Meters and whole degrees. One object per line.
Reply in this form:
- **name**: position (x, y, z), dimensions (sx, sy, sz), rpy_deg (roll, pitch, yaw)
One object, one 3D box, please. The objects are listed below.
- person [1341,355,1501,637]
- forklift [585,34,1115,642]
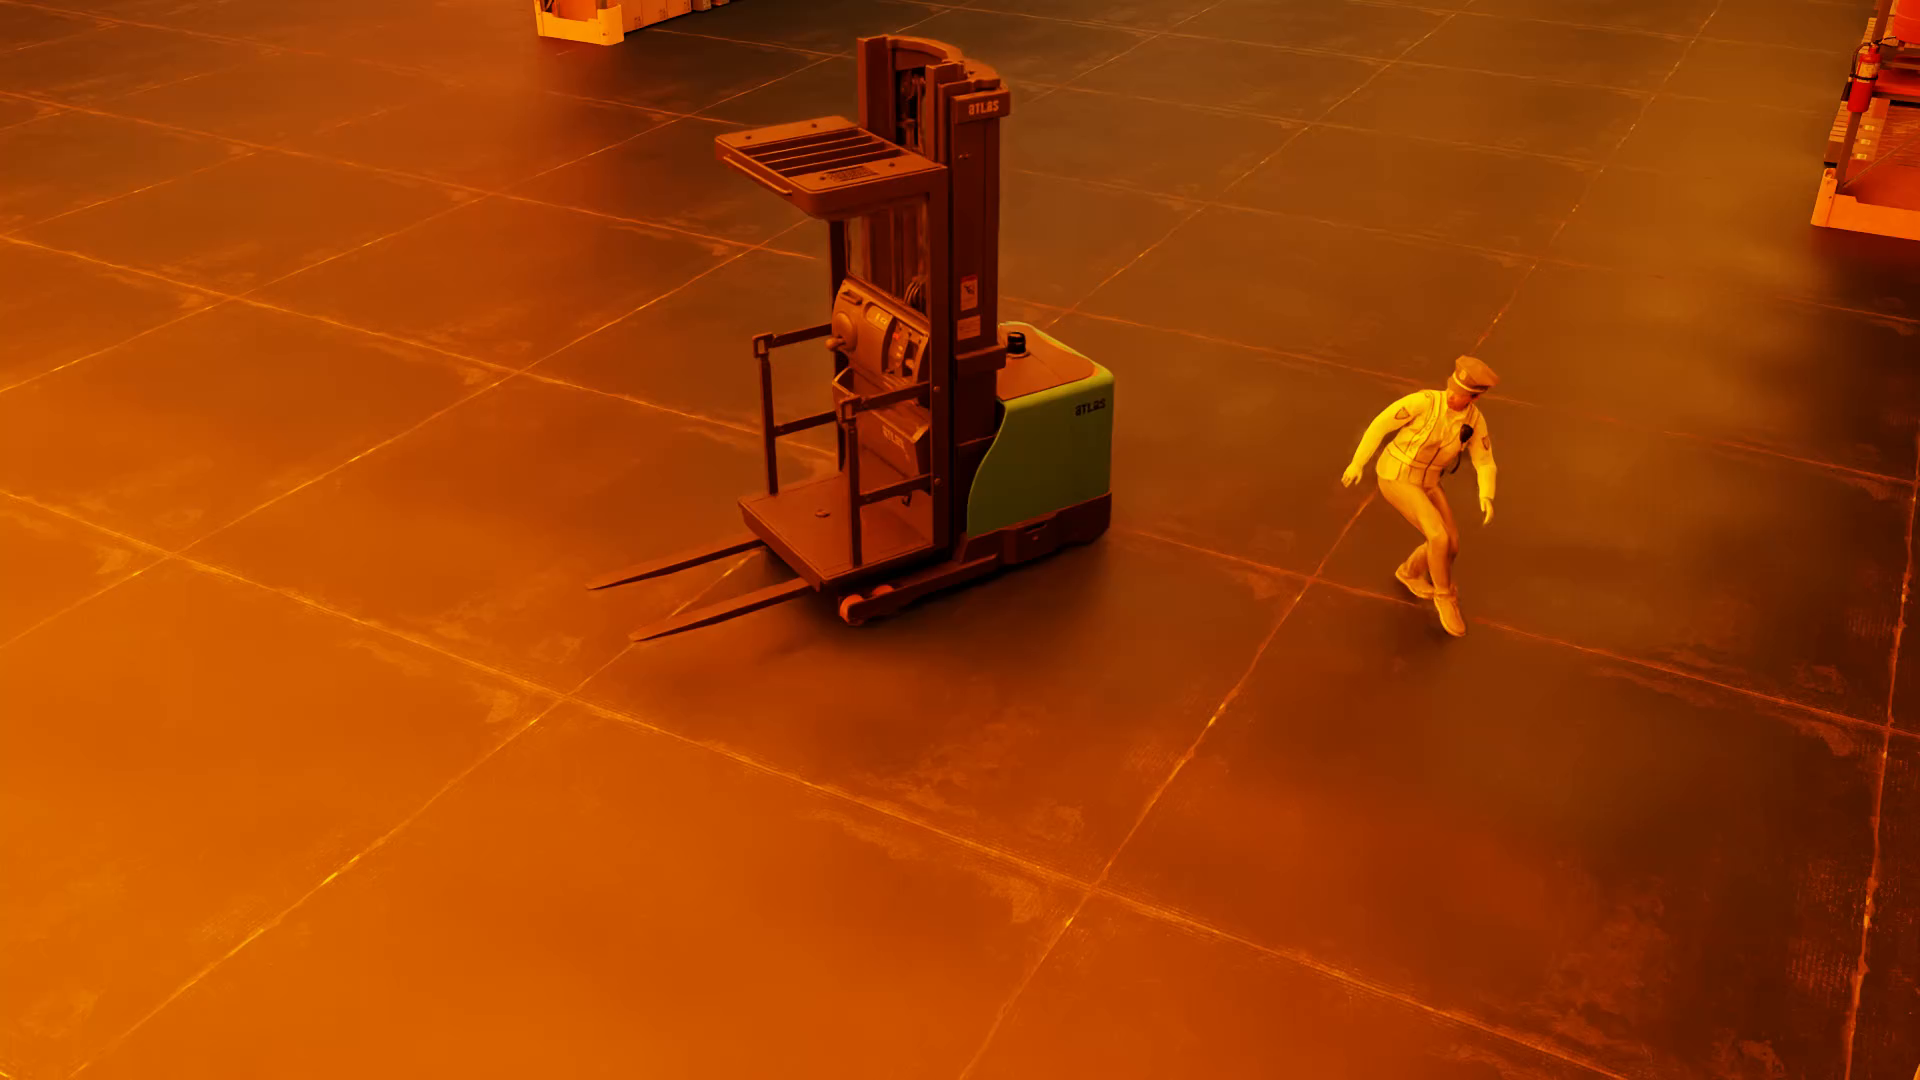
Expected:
- **person**: position (2.543, -0.261, 8.981), dimensions (0.700, 1.502, 0.727), rpy_deg (-12, 32, -20)
- **forklift**: position (-0.610, -1.100, 8.976), dimensions (3.031, 2.935, 1.130), rpy_deg (-18, 34, -28)
